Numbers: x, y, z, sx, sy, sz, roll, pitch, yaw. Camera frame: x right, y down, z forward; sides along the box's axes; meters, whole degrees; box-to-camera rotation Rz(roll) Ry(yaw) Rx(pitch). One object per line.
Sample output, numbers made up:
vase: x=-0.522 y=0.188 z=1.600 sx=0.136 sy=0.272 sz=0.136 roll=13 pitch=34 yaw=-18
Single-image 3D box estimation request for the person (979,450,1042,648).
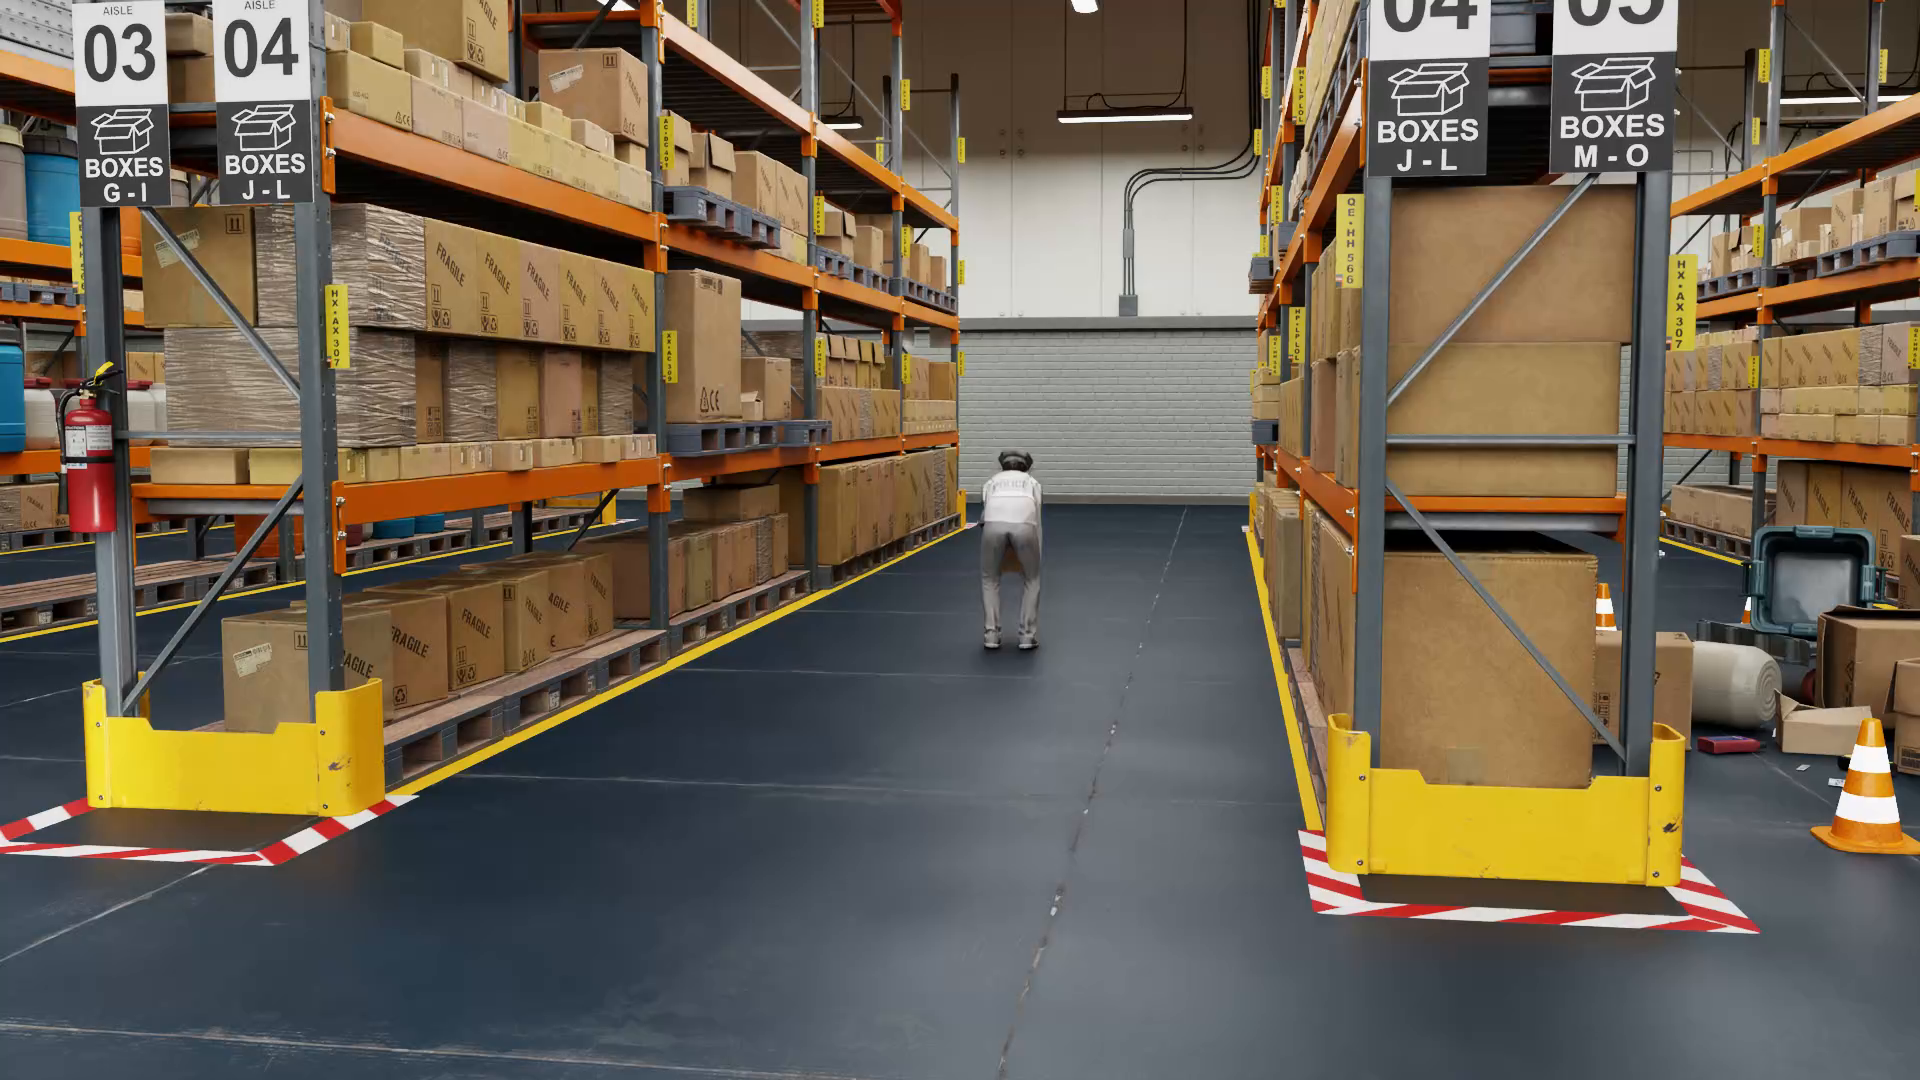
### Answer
person: x=0.359 y=0.053 z=11.385 sx=0.422 sy=1.326 sz=0.866 roll=1 pitch=5 yaw=7
